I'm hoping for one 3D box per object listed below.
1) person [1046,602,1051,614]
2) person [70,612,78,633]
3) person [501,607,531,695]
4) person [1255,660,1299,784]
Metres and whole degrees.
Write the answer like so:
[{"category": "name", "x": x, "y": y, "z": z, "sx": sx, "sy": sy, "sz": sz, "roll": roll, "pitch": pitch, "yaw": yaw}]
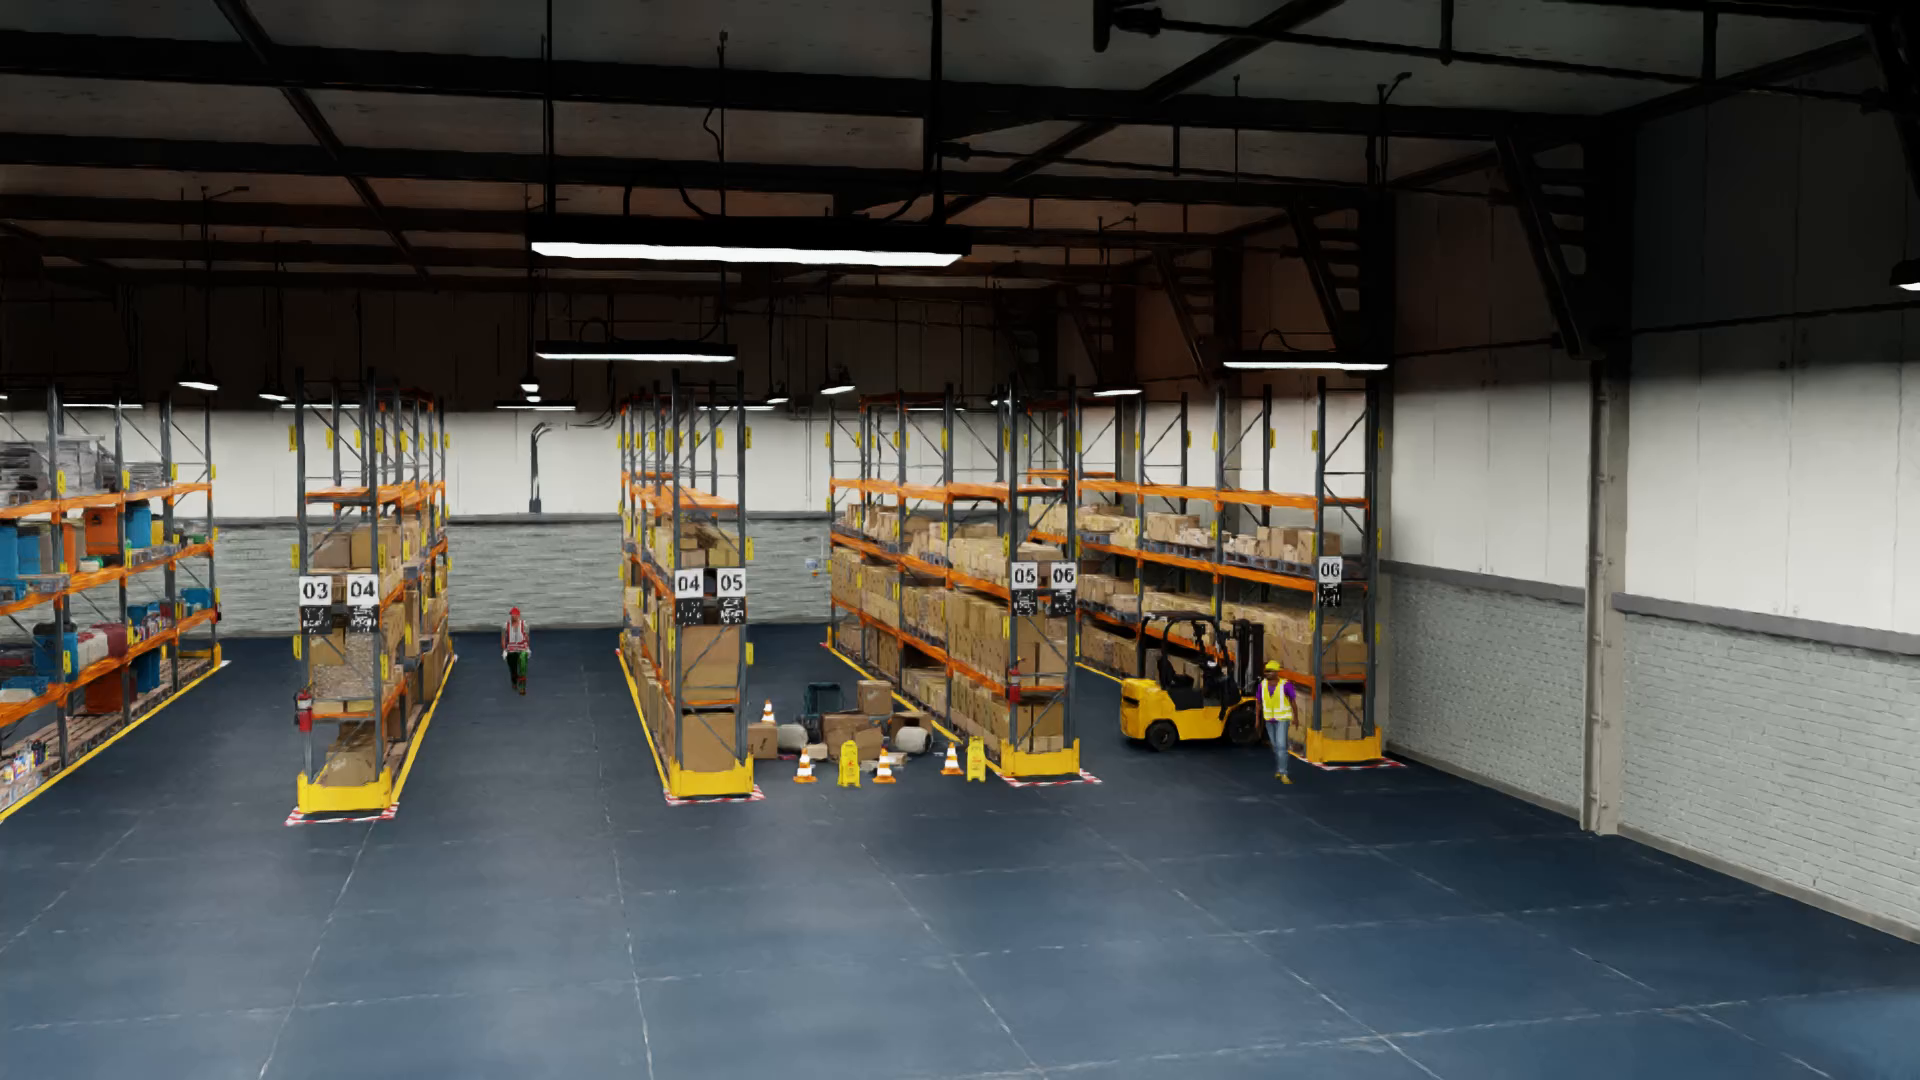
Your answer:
[{"category": "person", "x": 2.446, "y": 1.623, "z": 42.865, "sx": 0.525, "sy": 1.669, "sz": 0.568, "roll": -3, "pitch": 4, "yaw": -38}, {"category": "person", "x": -18.542, "y": 2.167, "z": 34.574, "sx": 0.415, "sy": 1.517, "sz": 1.041, "roll": -1, "pitch": 4, "yaw": -17}, {"category": "person", "x": -8.792, "y": 2.170, "z": 32.895, "sx": 0.543, "sy": 1.709, "sz": 1.123, "roll": -1, "pitch": 3, "yaw": -12}, {"category": "person", "x": 4.698, "y": 2.663, "z": 24.607, "sx": 0.648, "sy": 1.787, "sz": 0.533, "roll": 3, "pitch": 4, "yaw": 38}]
